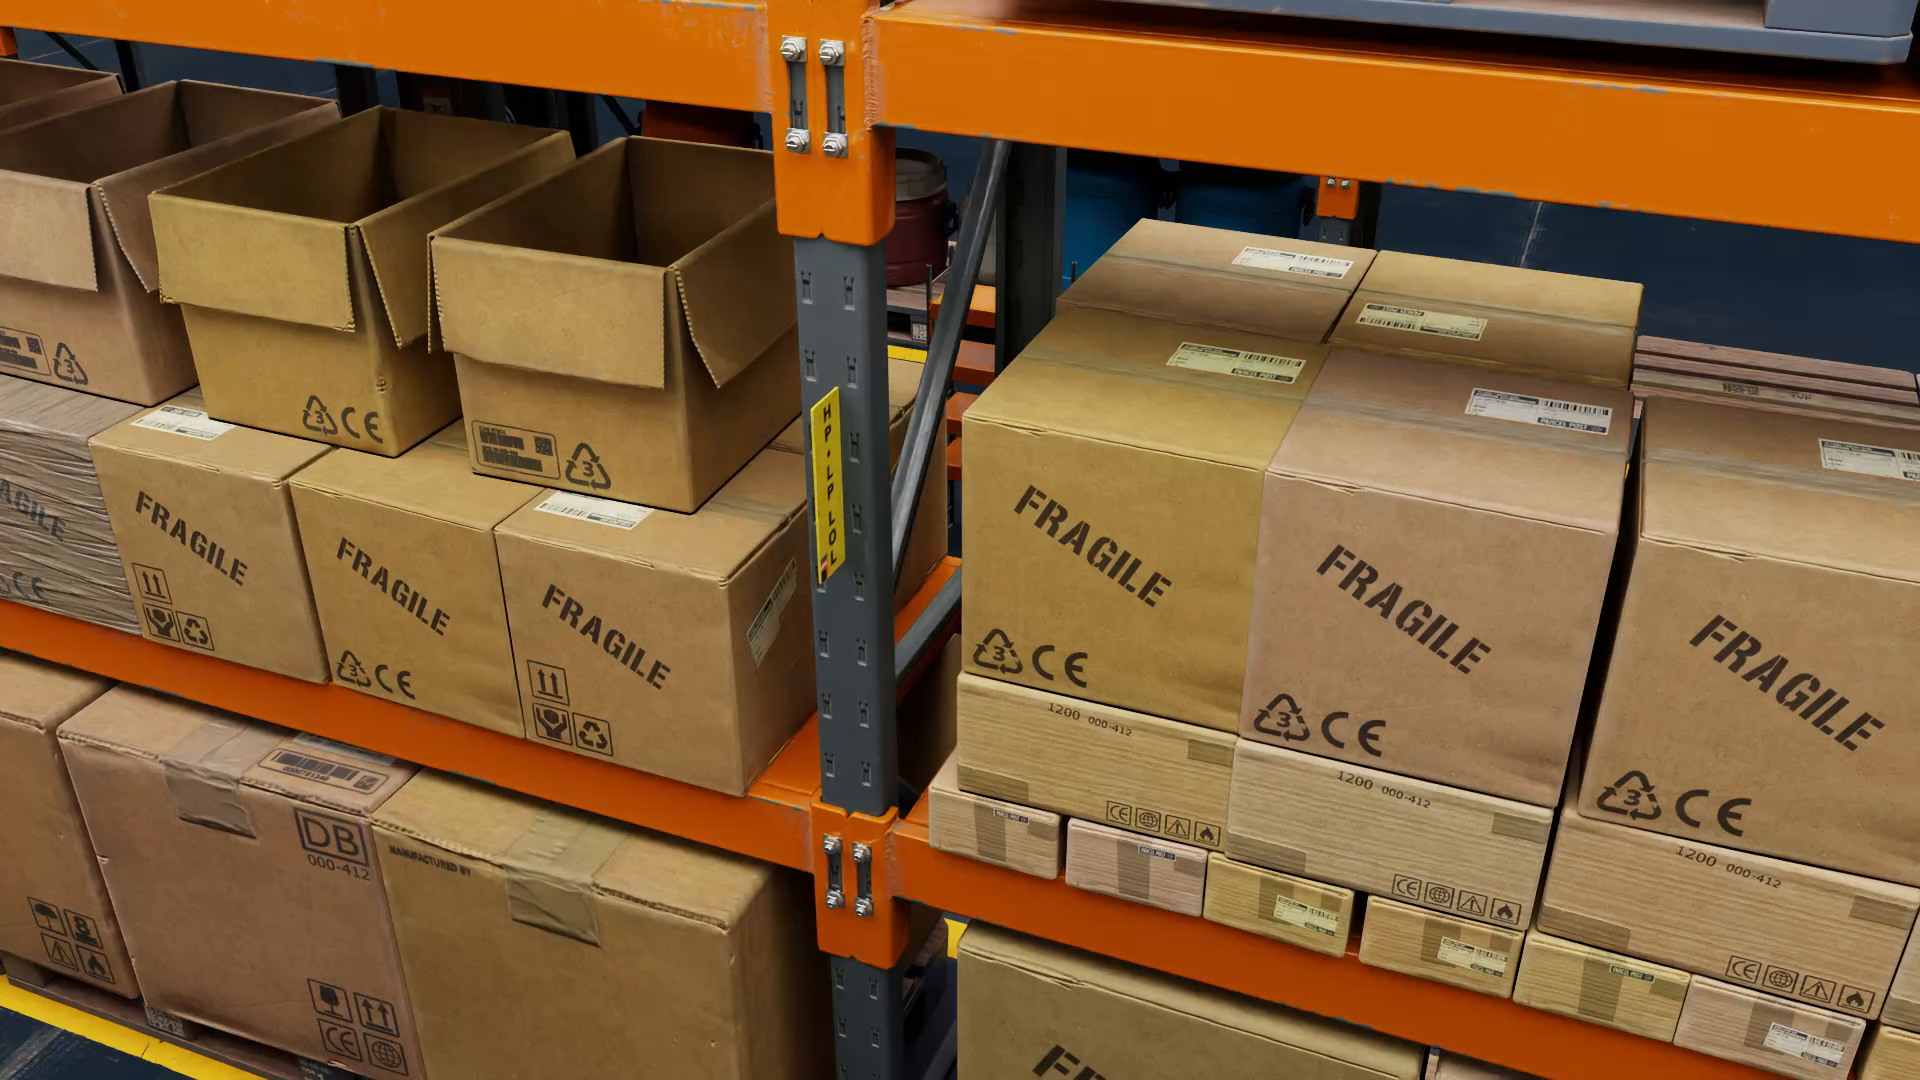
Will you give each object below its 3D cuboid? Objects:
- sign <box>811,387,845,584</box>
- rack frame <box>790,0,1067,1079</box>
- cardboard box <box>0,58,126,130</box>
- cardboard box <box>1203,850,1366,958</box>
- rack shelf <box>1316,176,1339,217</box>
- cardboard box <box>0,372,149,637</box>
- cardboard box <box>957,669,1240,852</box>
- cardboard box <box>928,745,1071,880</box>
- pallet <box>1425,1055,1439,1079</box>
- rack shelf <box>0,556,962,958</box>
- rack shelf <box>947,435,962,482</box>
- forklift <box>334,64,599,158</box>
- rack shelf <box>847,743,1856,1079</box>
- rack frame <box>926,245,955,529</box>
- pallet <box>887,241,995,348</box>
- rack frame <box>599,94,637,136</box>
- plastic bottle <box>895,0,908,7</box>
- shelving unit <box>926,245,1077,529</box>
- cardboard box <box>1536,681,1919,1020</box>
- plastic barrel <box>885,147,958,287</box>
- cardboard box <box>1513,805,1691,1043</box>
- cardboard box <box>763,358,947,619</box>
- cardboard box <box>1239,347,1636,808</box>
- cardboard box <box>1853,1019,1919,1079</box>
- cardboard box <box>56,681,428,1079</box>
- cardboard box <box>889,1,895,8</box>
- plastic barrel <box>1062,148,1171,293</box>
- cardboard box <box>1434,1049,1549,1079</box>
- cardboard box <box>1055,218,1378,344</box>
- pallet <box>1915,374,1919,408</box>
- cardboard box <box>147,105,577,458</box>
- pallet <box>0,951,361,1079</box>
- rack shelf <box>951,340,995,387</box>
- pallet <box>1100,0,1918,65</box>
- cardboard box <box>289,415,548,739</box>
[{"bbox_3d":[-0.217,-0.089,2.762,0.005,0.325,0.100,11,31,19],"label":"sign"},{"bbox_3d":[-0.022,0.132,3.469,0.127,3.000,1.000,11,31,19],"label":"rack frame"},{"bbox_3d":[-2.454,-0.824,4.039,0.637,0.503,0.797,12,32,20],"label":"cardboard box"},{"bbox_3d":[0.615,0.544,2.994,0.250,0.149,0.380,12,32,21],"label":"cardboard box"},{"bbox_3d":[-0.013,-2.184,8.296,4.000,0.370,1.077,11,31,19],"label":"rack shelf"},{"bbox_3d":[-1.963,-0.157,3.878,0.500,0.500,0.500,11,31,19],"label":"cardboard box"},{"bbox_3d":[0.315,0.274,3.067,0.500,0.250,0.500,11,31,18],"label":"cardboard box"},{"bbox_3d":[0.127,0.447,3.165,0.250,0.149,0.380,11,31,19],"label":"cardboard box"},{"bbox_3d":[0.654,1.522,3.843,1.213,0.211,1.003,11,31,19],"label":"pallet"},{"bbox_3d":[-1.875,0.075,4.300,4.000,0.370,1.077,11,31,19],"label":"rack shelf"},{"bbox_3d":[0.153,-0.260,6.531,0.480,0.148,0.258,11,31,19],"label":"rack shelf"},{"bbox_3d":[-2.220,-1.496,6.419,3.031,2.935,1.130,6,30,11],"label":"forklift"},{"bbox_3d":[1.832,0.815,2.991,4.000,0.370,1.077,11,31,19],"label":"rack shelf"},{"bbox_3d":[-0.073,-0.537,6.480,0.015,1.200,0.240,11,31,19],"label":"rack frame"},{"bbox_3d":[0.007,-1.300,8.835,1.213,0.211,1.003,11,31,19],"label":"pallet"},{"bbox_3d":[-1.866,-2.867,8.774,0.127,3.000,1.000,11,31,19],"label":"rack frame"},{"bbox_3d":[-0.272,-2.724,8.640,0.133,0.283,0.061,11,31,19],"label":"plastic bottle"},{"bbox_3d":[0.153,-0.492,6.401,0.503,1.200,0.258,11,31,19],"label":"shelving unit"},{"bbox_3d":[1.256,0.461,2.736,0.500,0.250,0.500,12,32,20],"label":"cardboard box"},{"bbox_3d":[-0.360,-1.708,8.748,0.708,0.588,0.600,11,31,19],"label":"plastic barrel"},{"bbox_3d":[1.097,0.639,2.826,0.250,0.149,0.380,11,31,18],"label":"cardboard box"},{"bbox_3d":[-0.354,-0.111,3.796,0.500,0.500,0.500,11,31,19],"label":"cardboard box"},{"bbox_3d":[0.779,0.041,2.718,0.500,0.500,0.500,11,31,19],"label":"cardboard box"},{"bbox_3d":[1.572,0.735,2.657,0.250,0.149,0.380,10,31,18],"label":"cardboard box"},{"bbox_3d":[-1.451,0.600,4.373,0.875,0.875,1.225,10,31,17],"label":"cardboard box"},{"bbox_3d":[-0.578,-4.339,13.176,0.500,0.311,0.500,12,32,20],"label":"cardboard box"},{"bbox_3d":[0.687,-1.636,8.301,0.708,0.901,0.600,11,31,19],"label":"plastic barrel"},{"bbox_3d":[1.394,1.199,3.313,0.875,0.875,0.875,11,31,19],"label":"cardboard box"},{"bbox_3d":[0.505,-0.296,3.313,0.500,0.500,0.500,12,32,21],"label":"cardboard box"},{"bbox_3d":[4.797,-0.343,7.142,1.213,0.211,1.003,11,31,19],"label":"pallet"},{"bbox_3d":[-1.248,-0.595,3.634,0.637,0.503,0.797,12,32,20],"label":"cardboard box"},{"bbox_3d":[-1.899,1.012,4.745,1.213,0.211,1.003,11,31,19],"label":"pallet"},{"bbox_3d":[0.153,-0.628,6.324,0.480,0.148,0.258,11,31,19],"label":"rack shelf"},{"bbox_3d":[0.733,-0.980,2.476,1.213,0.211,1.003,11,31,19],"label":"pallet"},{"bbox_3d":[-1.014,0.031,3.544,0.500,0.500,0.500,12,32,21],"label":"cardboard box"}]
